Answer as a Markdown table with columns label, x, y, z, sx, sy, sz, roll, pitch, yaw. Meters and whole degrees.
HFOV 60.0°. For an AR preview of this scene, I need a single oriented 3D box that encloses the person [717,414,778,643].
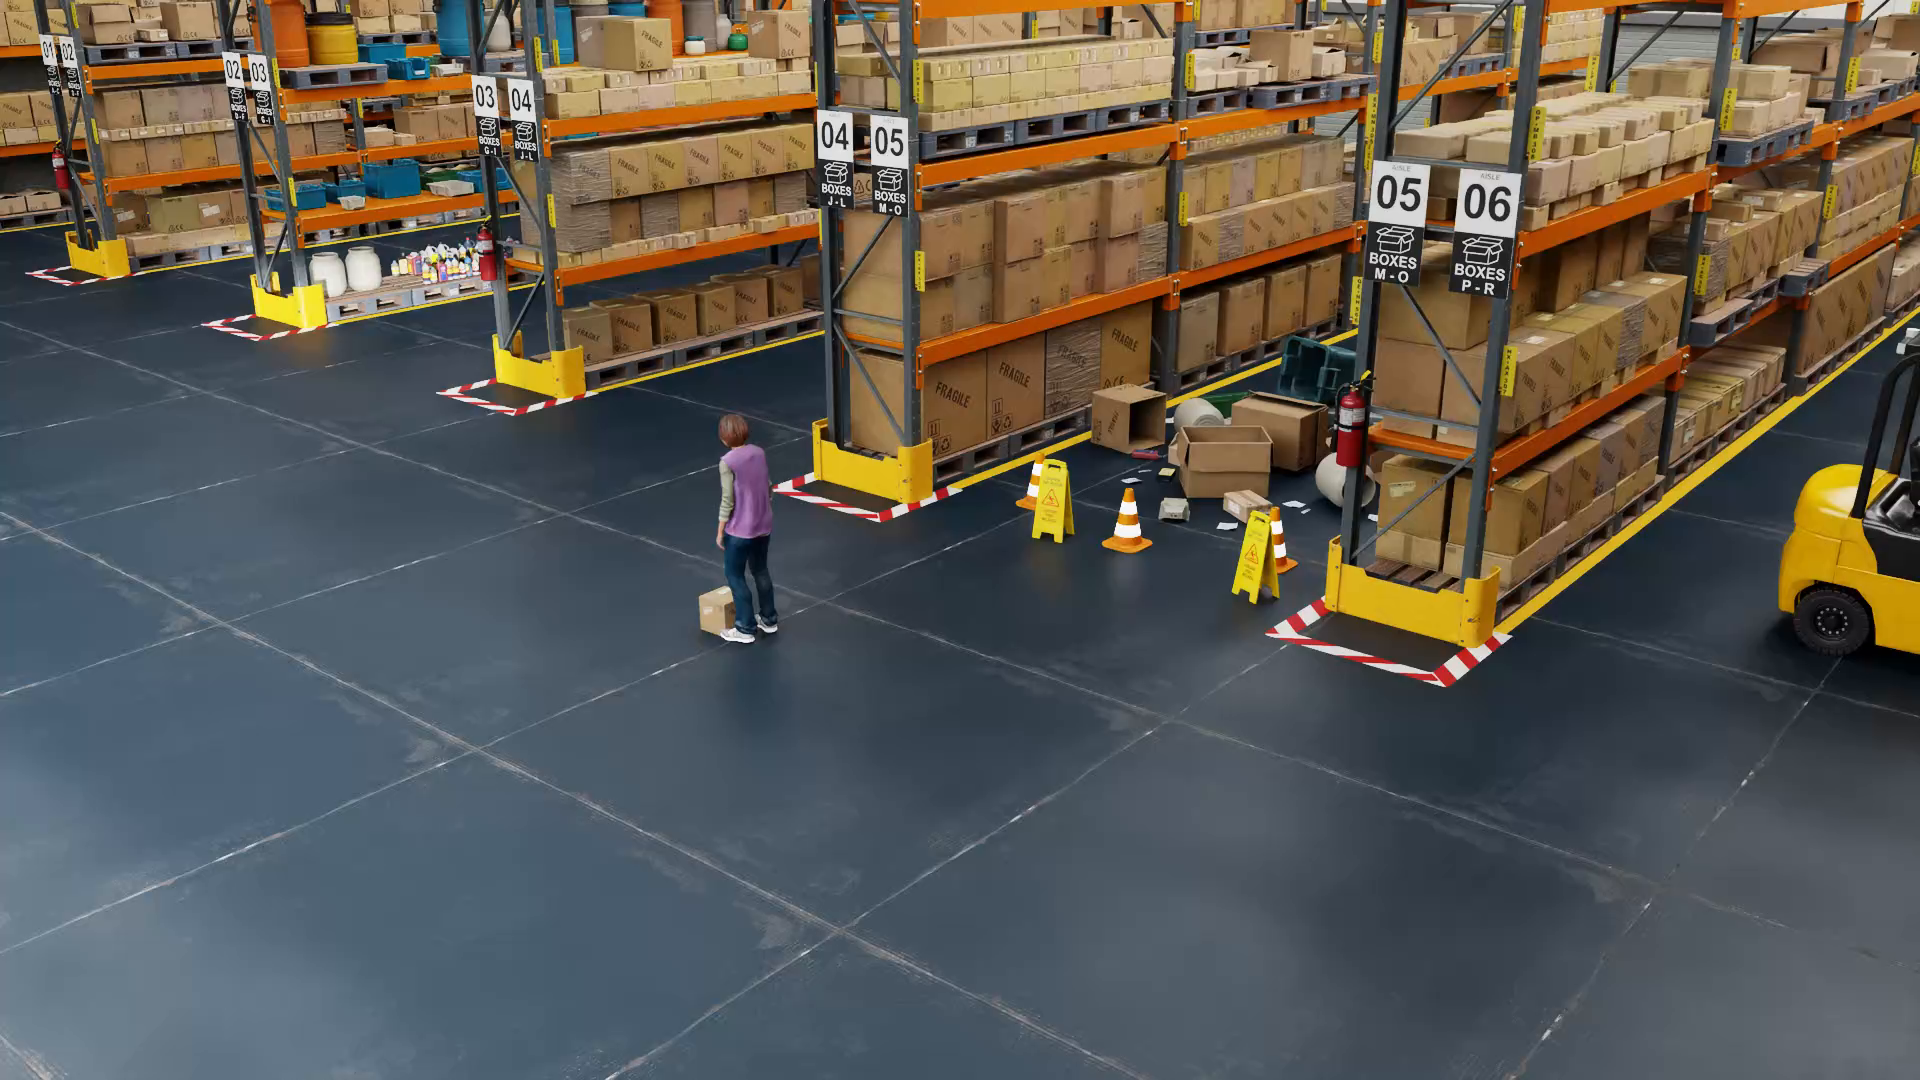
| label | x | y | z | sx | sy | sz | roll | pitch | yaw |
| --- | --- | --- | --- | --- | --- | --- | --- | --- | --- |
| person | -1.454 | -0.071 | 11.298 | 0.343 | 1.582 | 0.462 | 16 | 26 | 37 |
